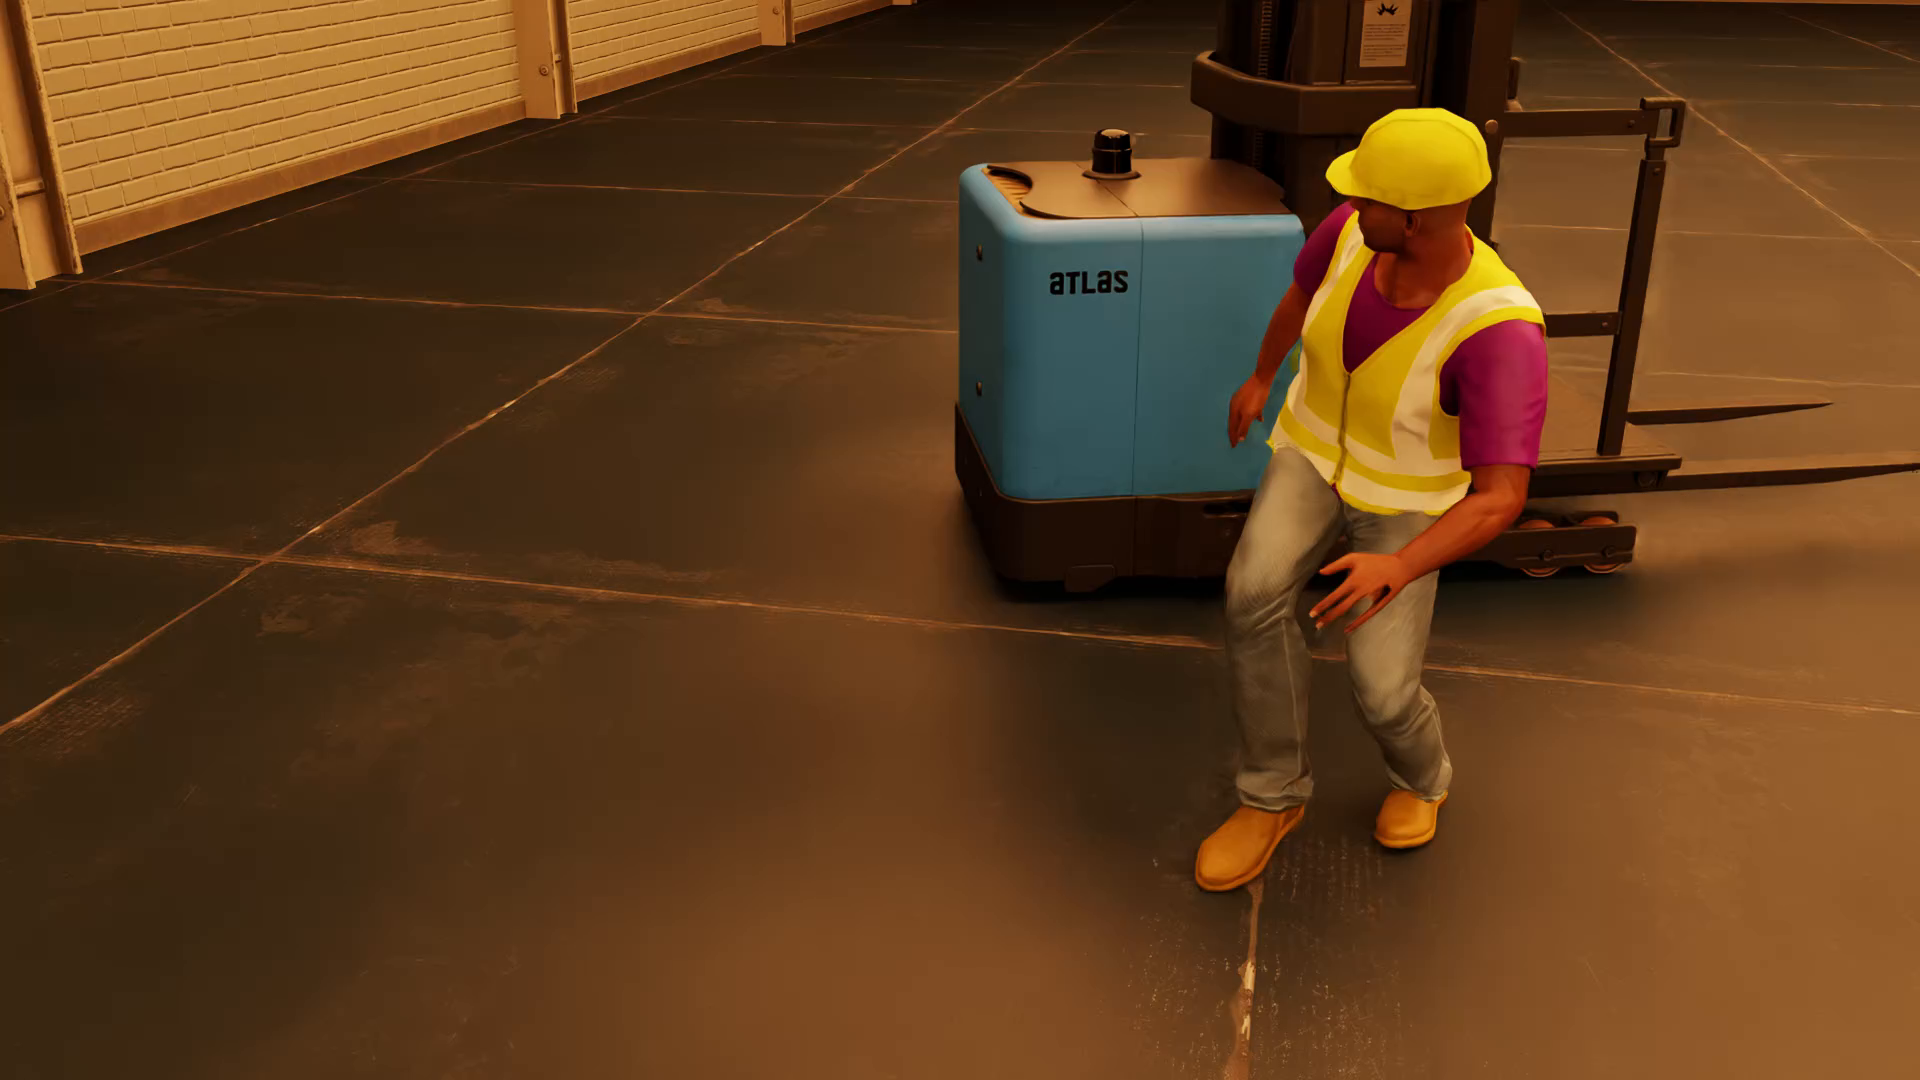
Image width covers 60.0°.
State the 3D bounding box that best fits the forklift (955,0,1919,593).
[{"bbox_3d":[1.542,-1.442,4.804,3.031,2.935,1.130,-3,22,-7],"label":"forklift"}]

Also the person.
[{"bbox_3d":[0.745,-0.090,3.348,0.807,1.556,0.797,16,27,34],"label":"person"}]
